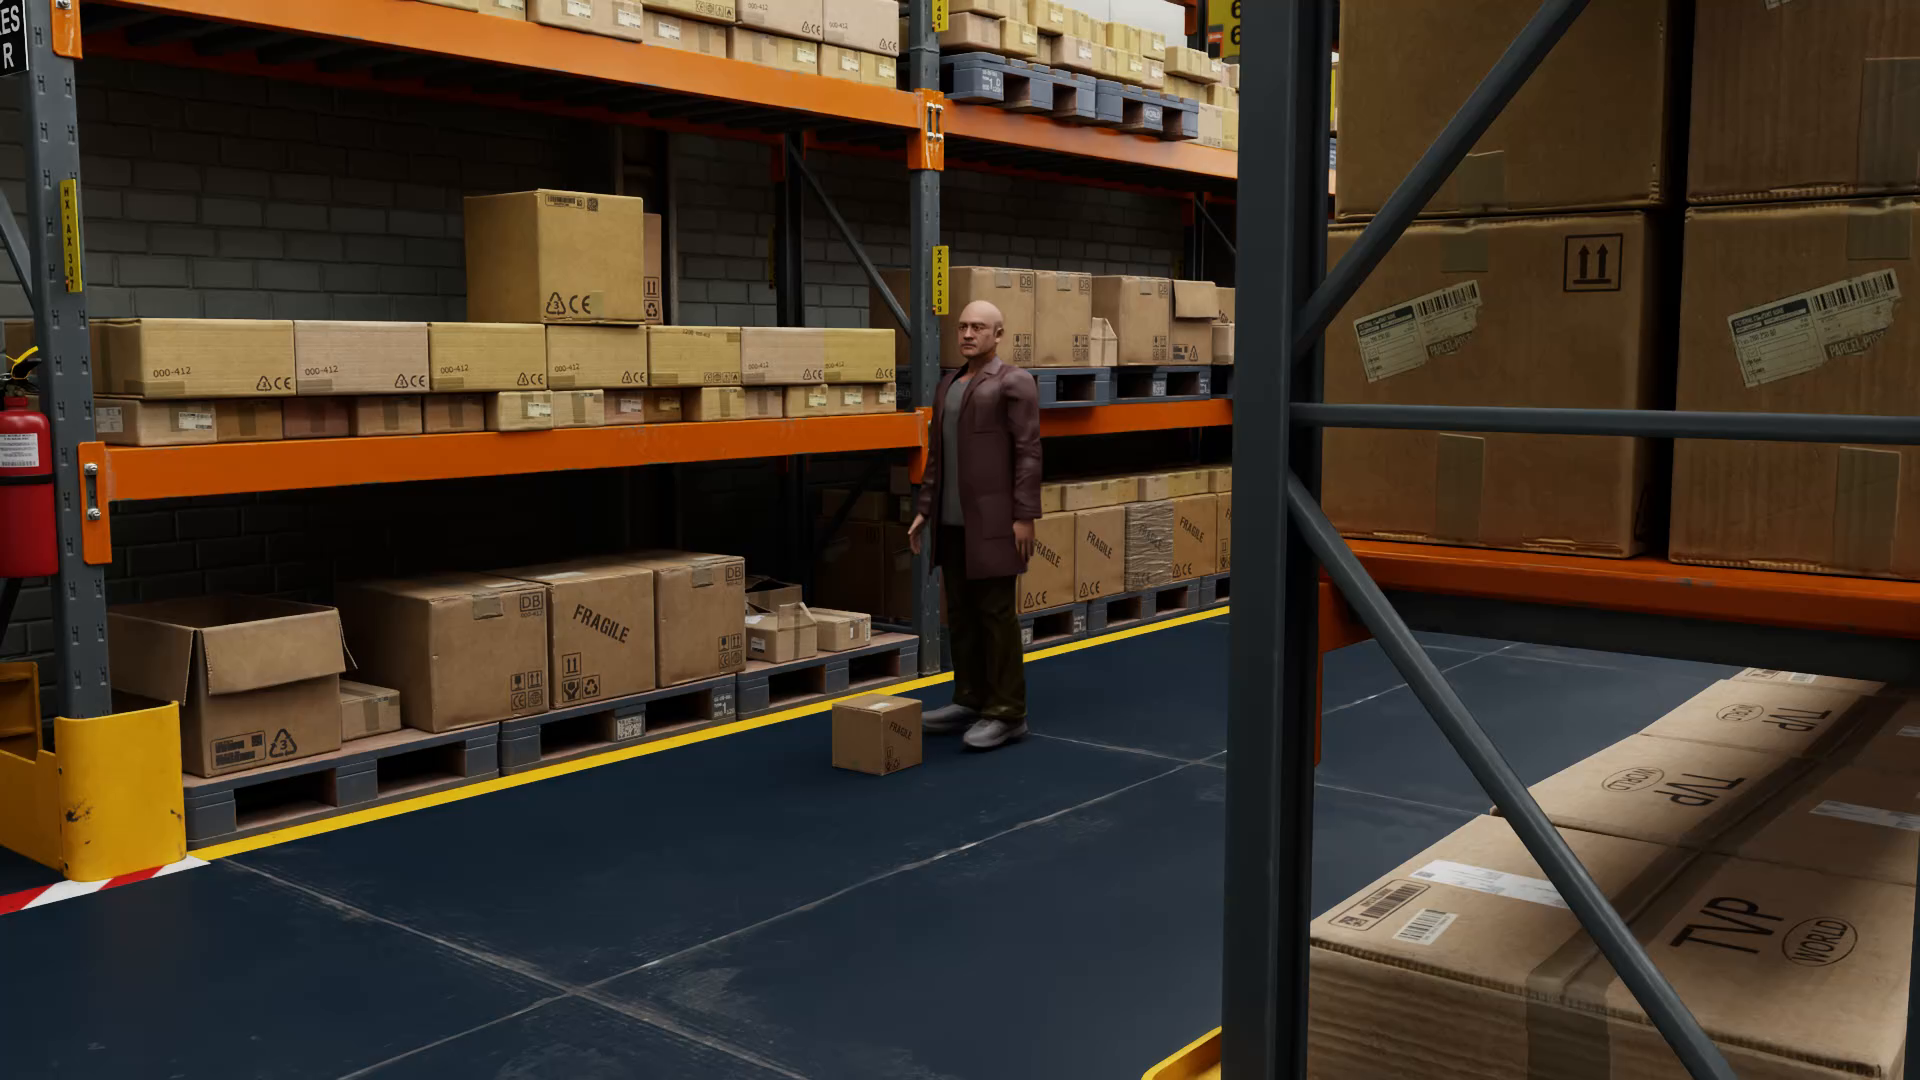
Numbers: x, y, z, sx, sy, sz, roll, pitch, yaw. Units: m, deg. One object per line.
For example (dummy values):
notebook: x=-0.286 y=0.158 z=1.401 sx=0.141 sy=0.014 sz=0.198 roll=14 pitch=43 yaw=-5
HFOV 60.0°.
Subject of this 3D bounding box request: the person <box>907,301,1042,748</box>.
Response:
person: x=0.041 y=-0.080 z=6.813 sx=0.410 sy=1.786 sz=0.653 roll=-6 pitch=9 yaw=-41
